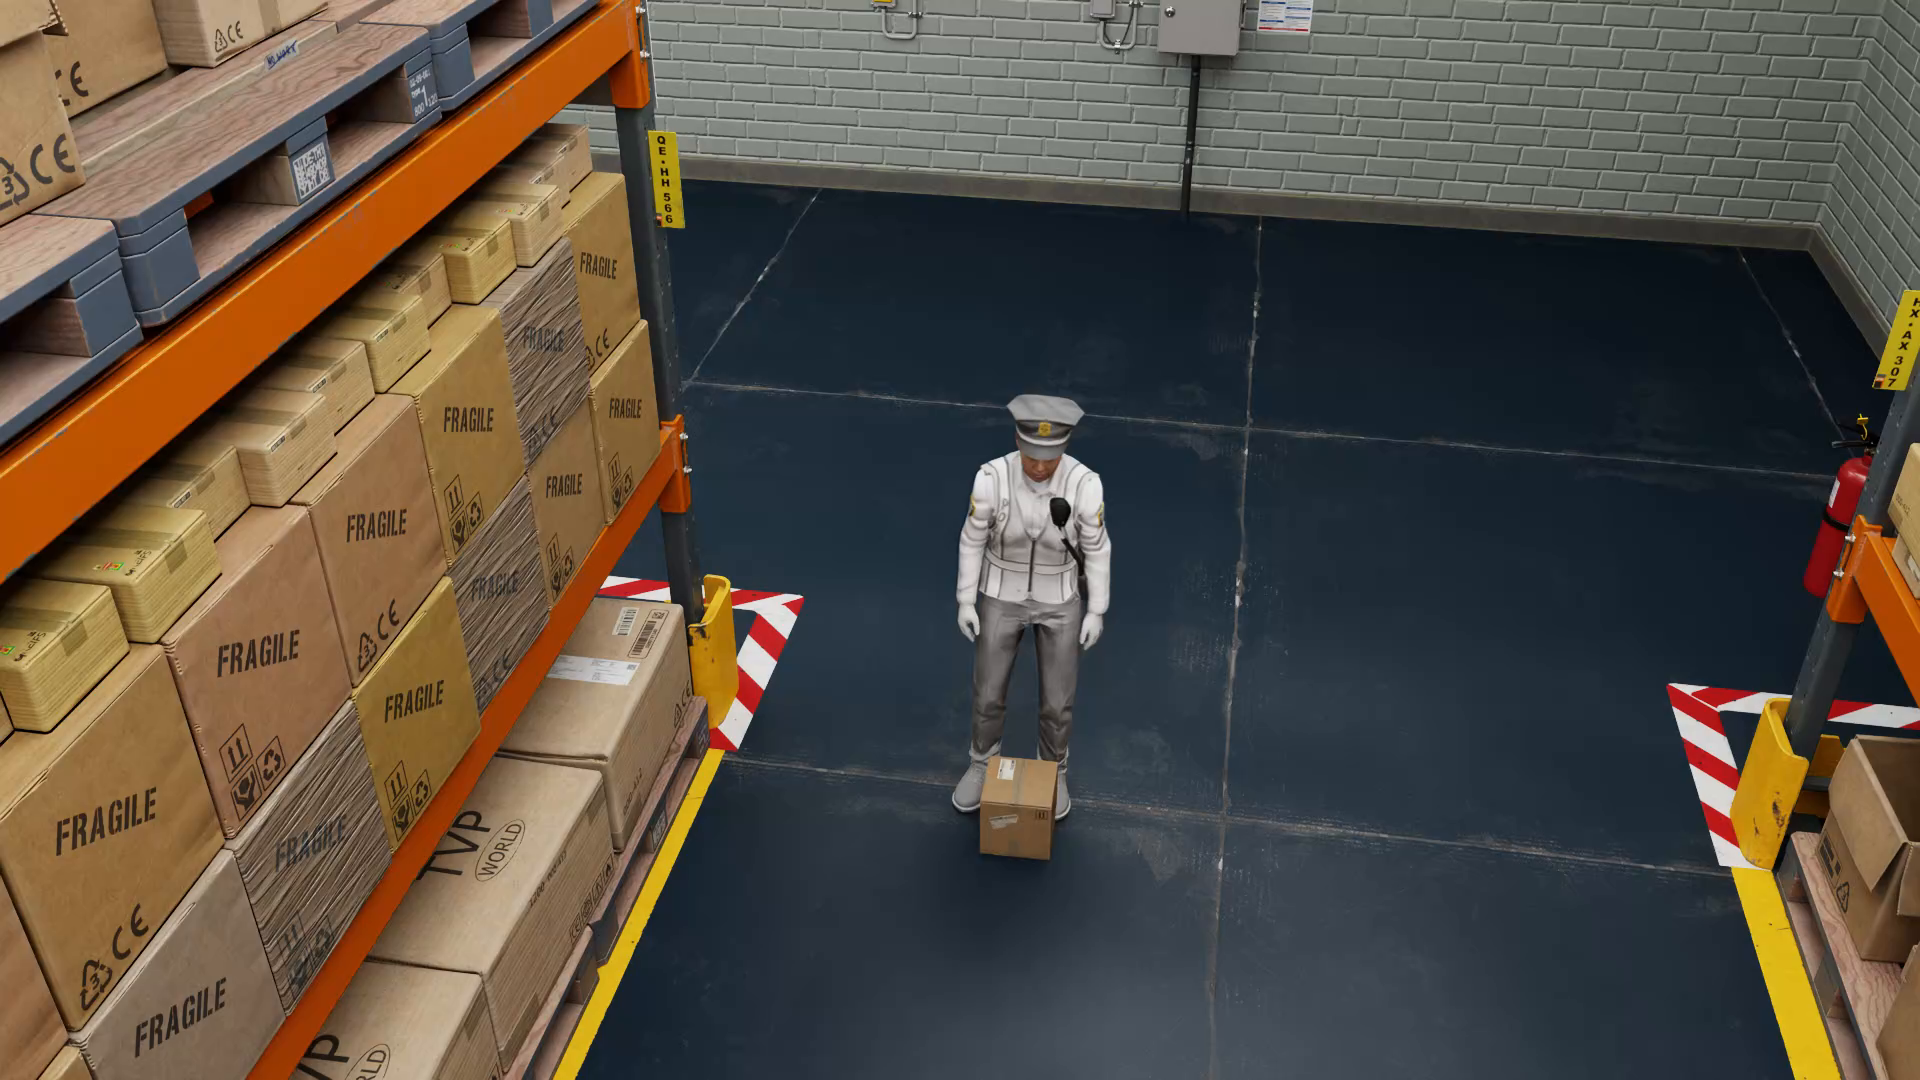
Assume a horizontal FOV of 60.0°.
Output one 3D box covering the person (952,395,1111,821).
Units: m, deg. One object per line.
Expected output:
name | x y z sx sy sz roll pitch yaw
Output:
person | 0.248 0.233 5.771 0.536 1.661 0.373 4 33 5
